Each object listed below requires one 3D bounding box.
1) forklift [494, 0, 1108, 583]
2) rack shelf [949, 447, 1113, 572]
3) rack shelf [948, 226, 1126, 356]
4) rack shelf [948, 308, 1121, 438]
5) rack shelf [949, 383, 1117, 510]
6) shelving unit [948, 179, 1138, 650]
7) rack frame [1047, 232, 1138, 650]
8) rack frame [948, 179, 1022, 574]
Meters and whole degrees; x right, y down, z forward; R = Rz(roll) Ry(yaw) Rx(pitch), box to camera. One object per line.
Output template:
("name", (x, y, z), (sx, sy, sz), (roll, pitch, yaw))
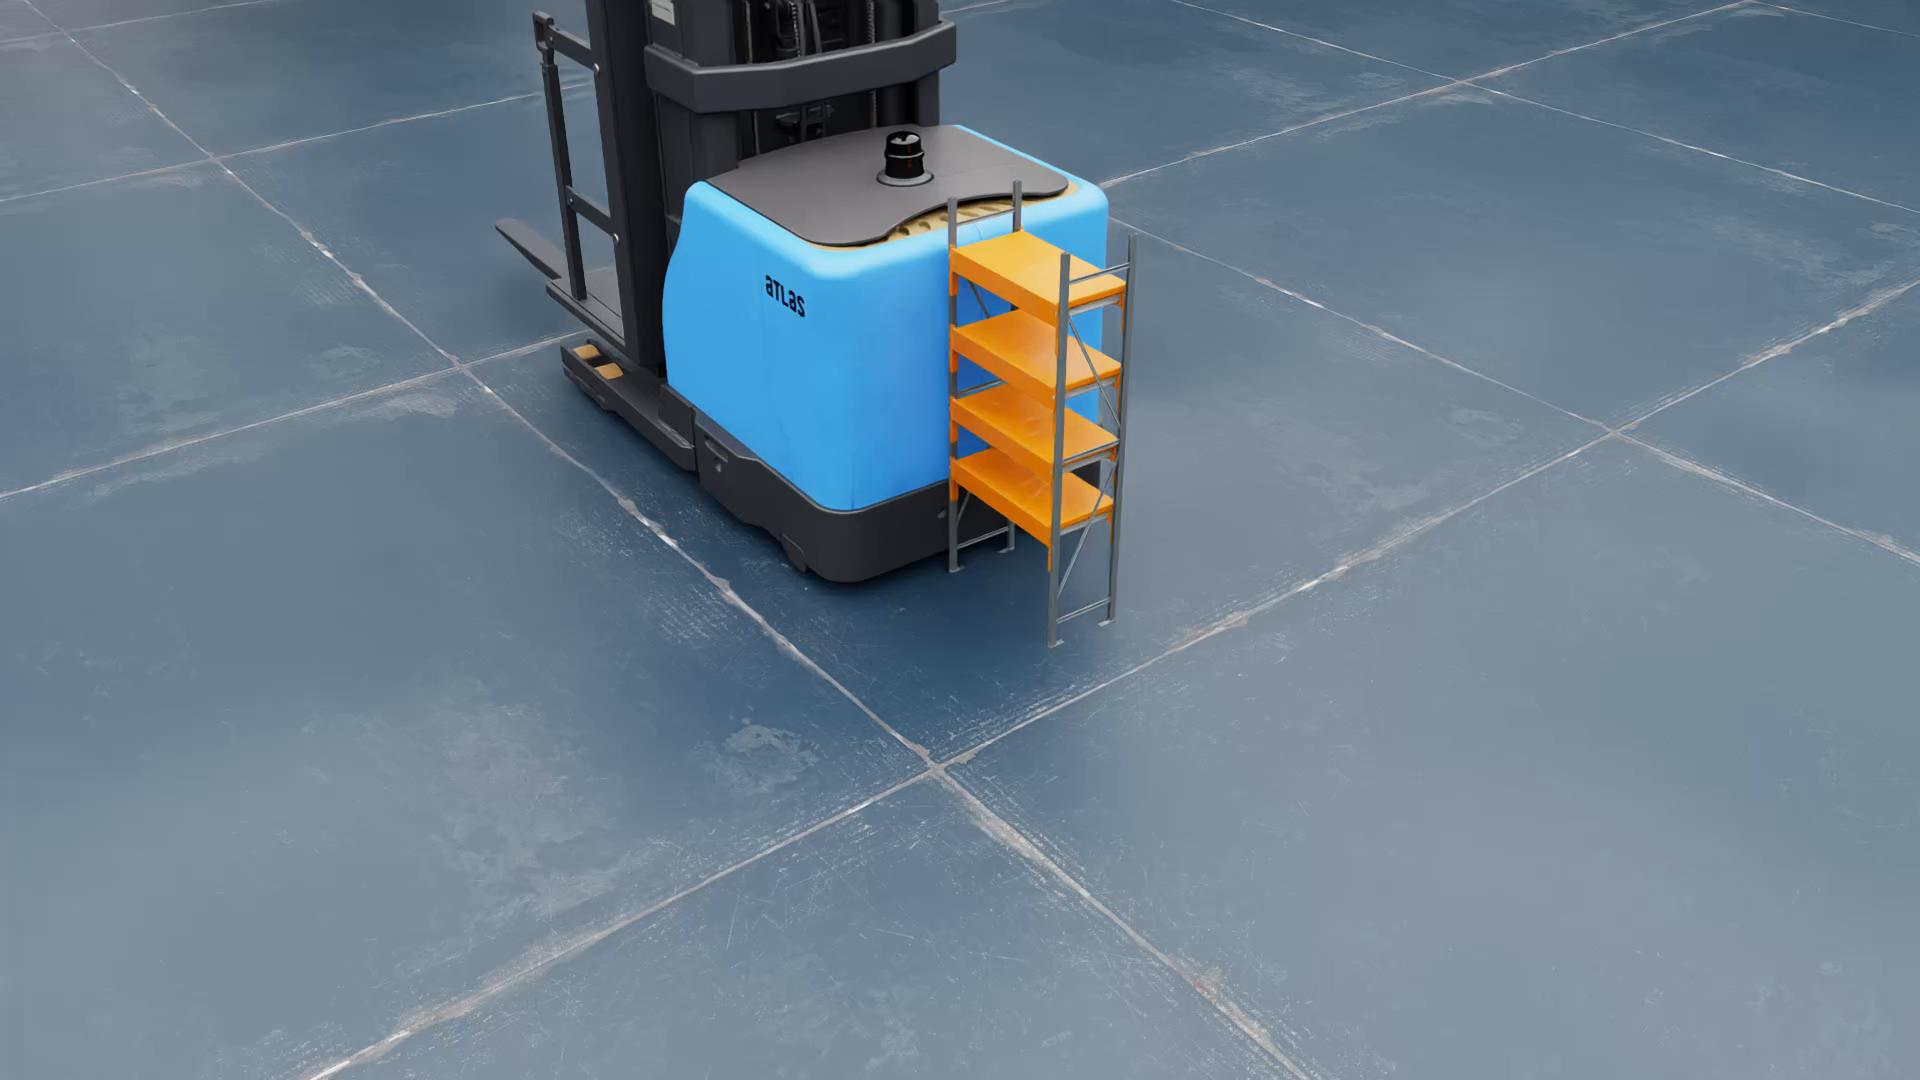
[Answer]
("forklift", (-0.808, -1.846, 5.445), (1.130, 2.935, 3.031), (-21, 37, -29))
("rack shelf", (0.210, -0.115, 4.802), (0.258, 0.148, 0.480), (-21, 37, -29))
("rack shelf", (0.210, -0.674, 4.454), (0.258, 0.148, 0.480), (-21, 37, -29))
("rack shelf", (0.210, -0.474, 4.579), (0.258, 0.148, 0.480), (-21, 37, -29))
("rack shelf", (0.210, -0.284, 4.697), (0.258, 0.148, 0.480), (-21, 37, -29))
("shelving unit", (0.210, -0.341, 4.661), (0.258, 1.200, 0.503), (-21, 37, -29))
("rack frame", (0.351, -0.236, 4.492), (0.240, 1.200, 0.015), (-21, 37, -29))
("rack frame", (0.069, -0.446, 4.830), (0.240, 1.200, 0.015), (-21, 37, -29))
